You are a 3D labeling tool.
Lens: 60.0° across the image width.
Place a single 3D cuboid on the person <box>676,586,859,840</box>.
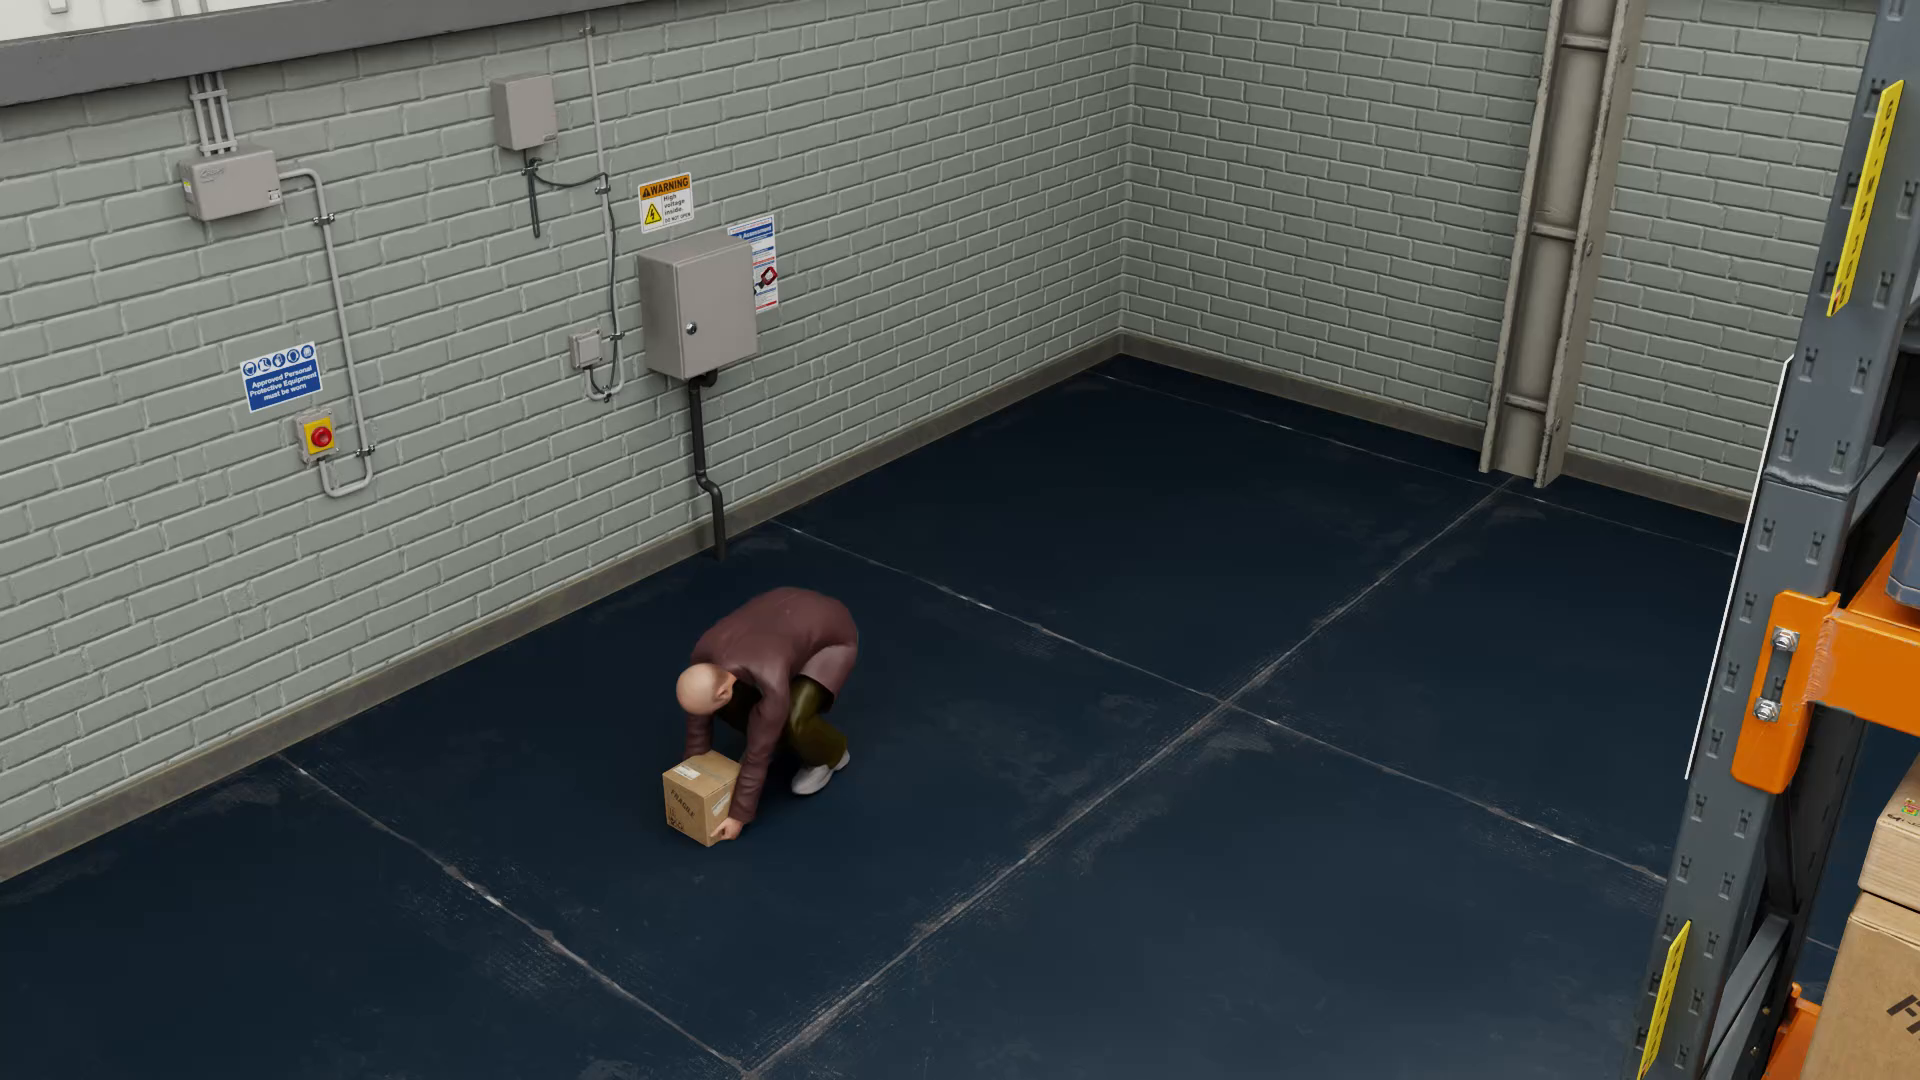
[{"bbox_3d":[-0.802,0.671,6.884,0.584,0.849,0.952,19,33,33],"label":"person"}]
